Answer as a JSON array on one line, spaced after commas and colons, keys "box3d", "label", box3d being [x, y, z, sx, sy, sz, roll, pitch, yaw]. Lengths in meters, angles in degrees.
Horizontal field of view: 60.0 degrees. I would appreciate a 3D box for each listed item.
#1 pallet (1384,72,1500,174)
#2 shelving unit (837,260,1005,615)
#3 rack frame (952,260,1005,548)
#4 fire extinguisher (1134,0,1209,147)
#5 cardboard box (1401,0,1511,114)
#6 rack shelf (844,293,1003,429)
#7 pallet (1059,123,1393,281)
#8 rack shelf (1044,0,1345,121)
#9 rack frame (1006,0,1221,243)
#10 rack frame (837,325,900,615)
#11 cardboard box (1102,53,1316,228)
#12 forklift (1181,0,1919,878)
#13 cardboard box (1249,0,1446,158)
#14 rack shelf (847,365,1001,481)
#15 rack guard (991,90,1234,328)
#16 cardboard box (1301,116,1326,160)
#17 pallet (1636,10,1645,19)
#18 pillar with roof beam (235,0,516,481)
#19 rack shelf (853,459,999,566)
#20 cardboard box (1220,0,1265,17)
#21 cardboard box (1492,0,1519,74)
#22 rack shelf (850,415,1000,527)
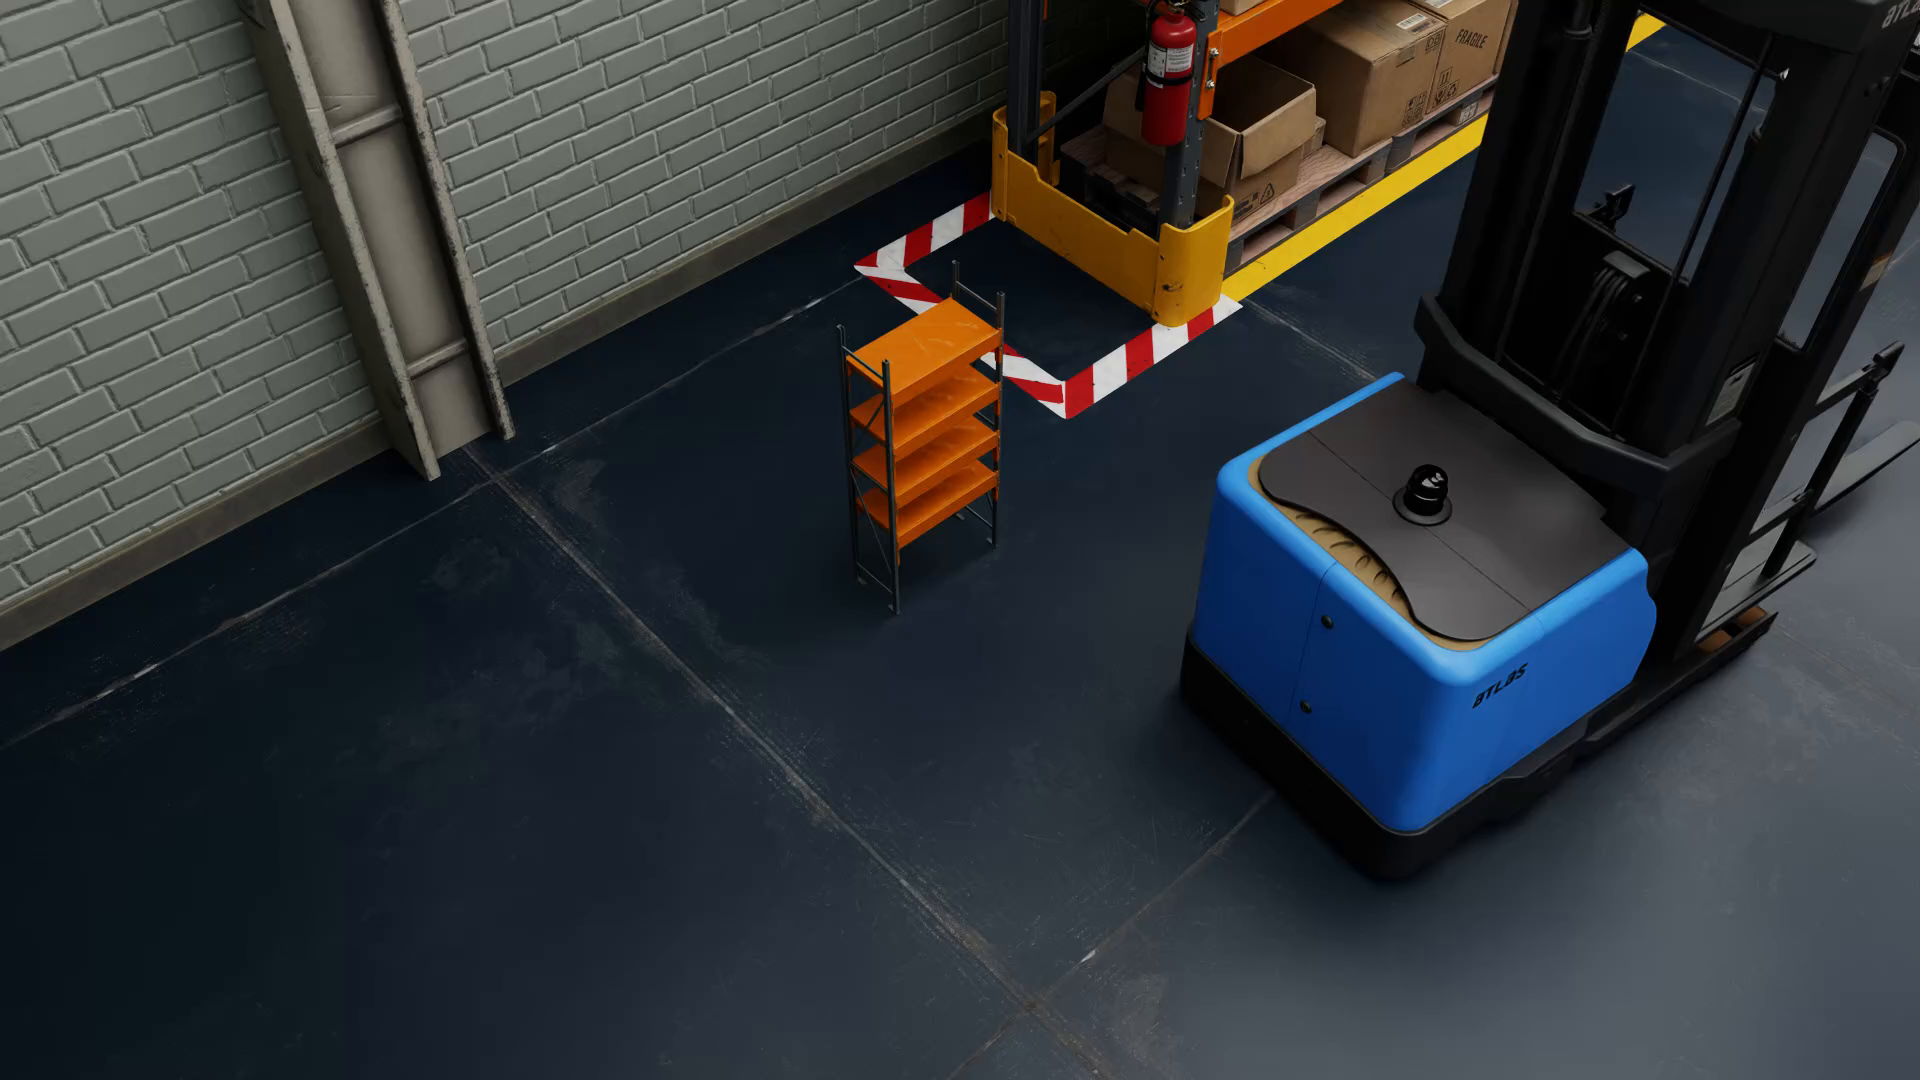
[{"box3d": [2.128, -2.354, 8.279, 1.213, 0.211, 1.003, -34, 56, -27], "label": "pallet"}, {"box3d": [-0.122, -0.325, 5.734, 0.503, 1.200, 0.258, -34, 56, -27], "label": "shelving unit"}, {"box3d": [0.058, -0.446, 5.845, 0.015, 1.200, 0.240, -34, 56, -27], "label": "rack frame"}, {"box3d": [0.783, -1.791, 6.168, 0.183, 0.674, 0.296, -34, 56, -27], "label": "fire extinguisher"}, {"box3d": [2.214, -2.422, 7.859, 0.500, 0.500, 0.500, -33, 55, -27], "label": "cardboard box"}, {"box3d": [-0.122, -0.591, 5.445, 0.480, 0.148, 0.258, -34, 56, -27], "label": "rack shelf"}, {"box3d": [1.226, -1.754, 7.725, 1.213, 0.211, 1.003, -34, 56, -27], "label": "pallet"}, {"box3d": [2.060, -3.013, 7.478, 4.000, 0.370, 1.077, -34, 56, -27], "label": "rack shelf"}, {"box3d": [0.580, -2.268, 6.301, 0.127, 3.000, 1.000, -34, 56, -27], "label": "rack frame"}, {"box3d": [-0.303, -0.204, 5.622, 0.015, 1.200, 0.240, -34, 56, -27], "label": "rack frame"}, {"box3d": [1.097, -1.815, 7.296, 0.637, 0.503, 0.797, -36, 57, -28], "label": "cardboard box"}, {"box3d": [2.254, -0.821, 5.013, 3.031, 2.935, 1.130, -28, 53, -23], "label": "forklift"}, {"box3d": [1.755, -2.215, 7.668, 0.500, 0.500, 0.700, -32, 55, -26], "label": "cardboard box"}, {"box3d": [-0.122, -0.431, 5.619, 0.480, 0.148, 0.258, -34, 56, -27], "label": "rack shelf"}, {"box3d": [0.637, -1.458, 7.255, 0.348, 0.500, 1.175, -34, 56, -27], "label": "rack guard"}, {"box3d": [1.437, -1.883, 7.601, 0.250, 0.149, 0.380, -36, 57, -28], "label": "cardboard box"}, {"box3d": [3.031, -2.961, 8.838, 1.213, 0.211, 1.003, -34, 56, -27], "label": "pallet"}, {"box3d": [0.875, -1.118, 1.159, 0.400, 9.000, 9.100, -34, 56, -27], "label": "pillar with roof beam"}, {"box3d": [-0.122, -0.145, 5.929, 0.480, 0.148, 0.258, -34, 56, -27], "label": "rack shelf"}, {"box3d": [1.008, -2.196, 6.406, 0.250, 0.149, 0.380, -34, 56, -27], "label": "cardboard box"}, {"box3d": [2.523, -2.728, 8.141, 0.500, 0.500, 0.700, -36, 57, -28], "label": "cardboard box"}, {"box3d": [-0.122, -0.279, 5.783, 0.480, 0.148, 0.258, -34, 56, -27], "label": "rack shelf"}]
